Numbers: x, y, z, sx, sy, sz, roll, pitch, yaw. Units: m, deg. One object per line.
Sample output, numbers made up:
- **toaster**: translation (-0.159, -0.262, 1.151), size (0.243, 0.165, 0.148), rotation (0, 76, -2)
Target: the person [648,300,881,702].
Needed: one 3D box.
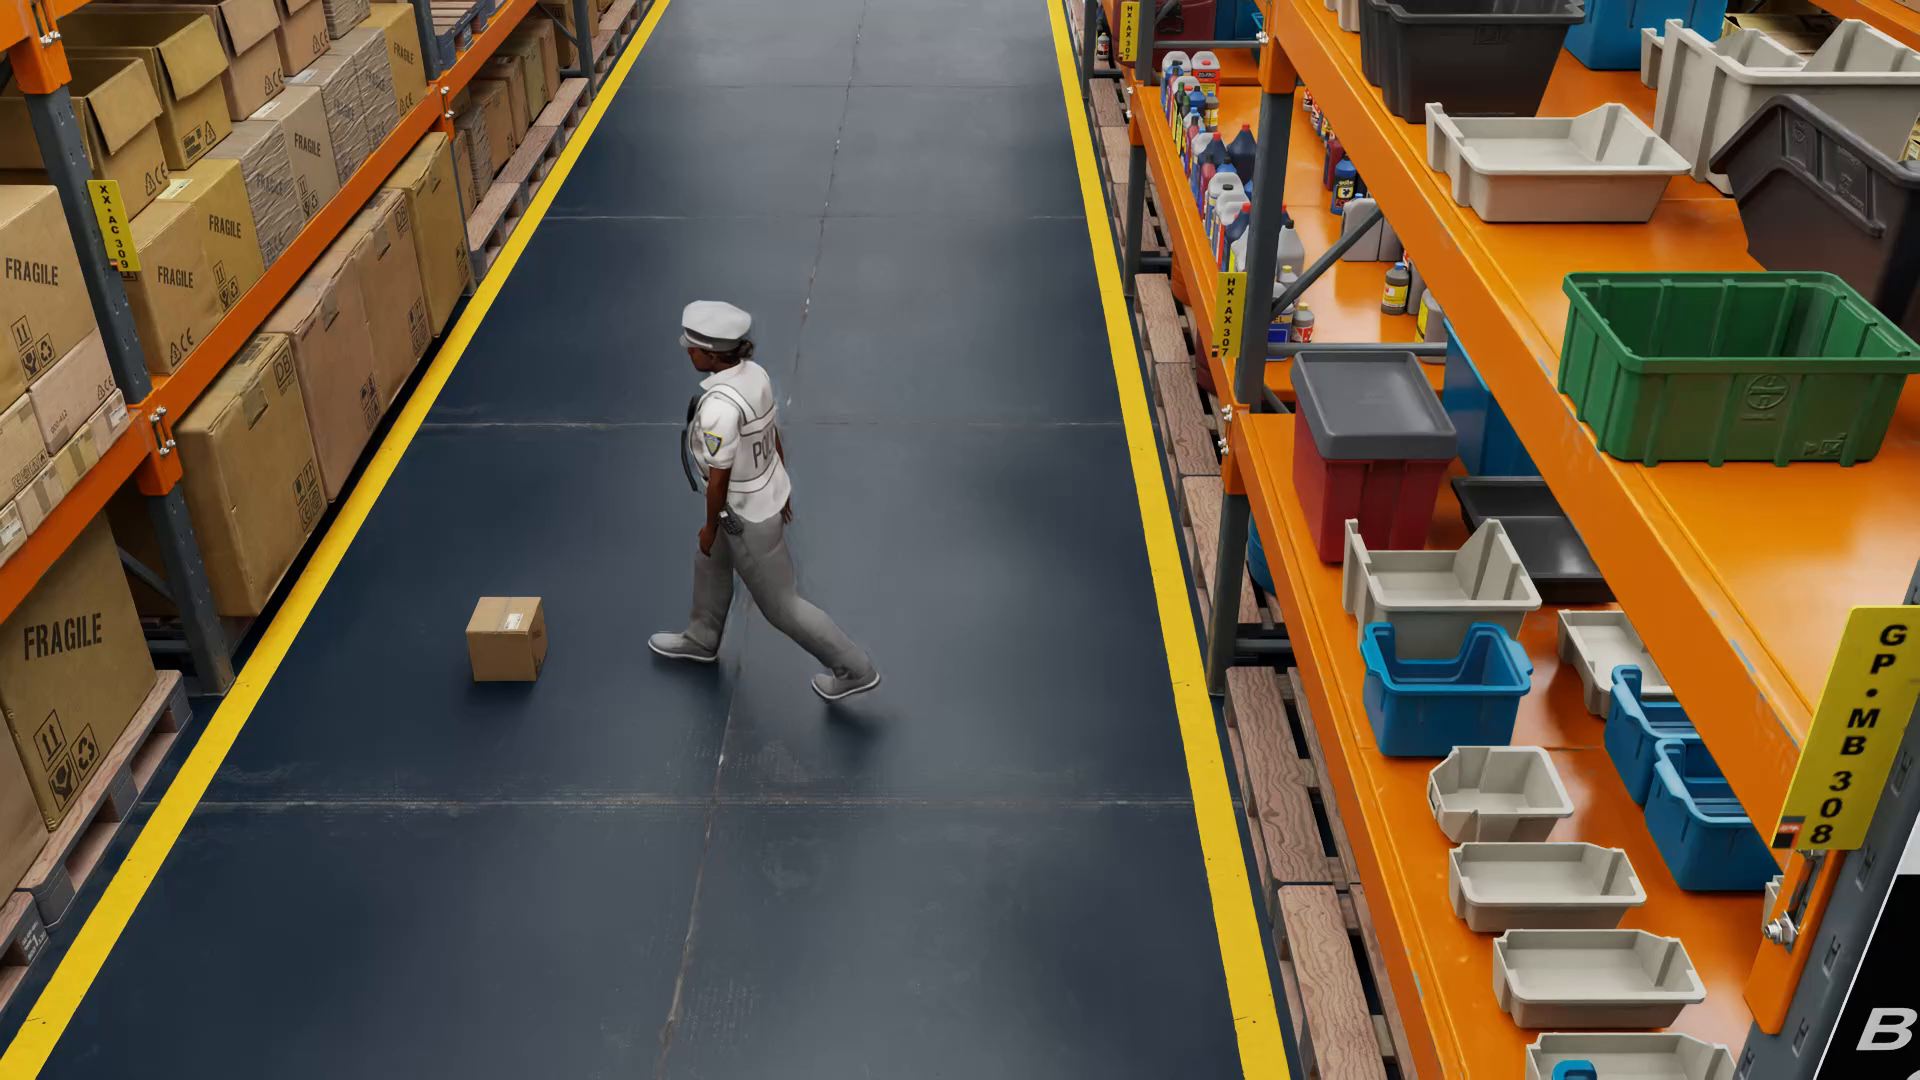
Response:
- **person**: translation (-0.797, -0.136, 6.357), size (1.018, 1.620, 0.465), rotation (4, 32, 6)
